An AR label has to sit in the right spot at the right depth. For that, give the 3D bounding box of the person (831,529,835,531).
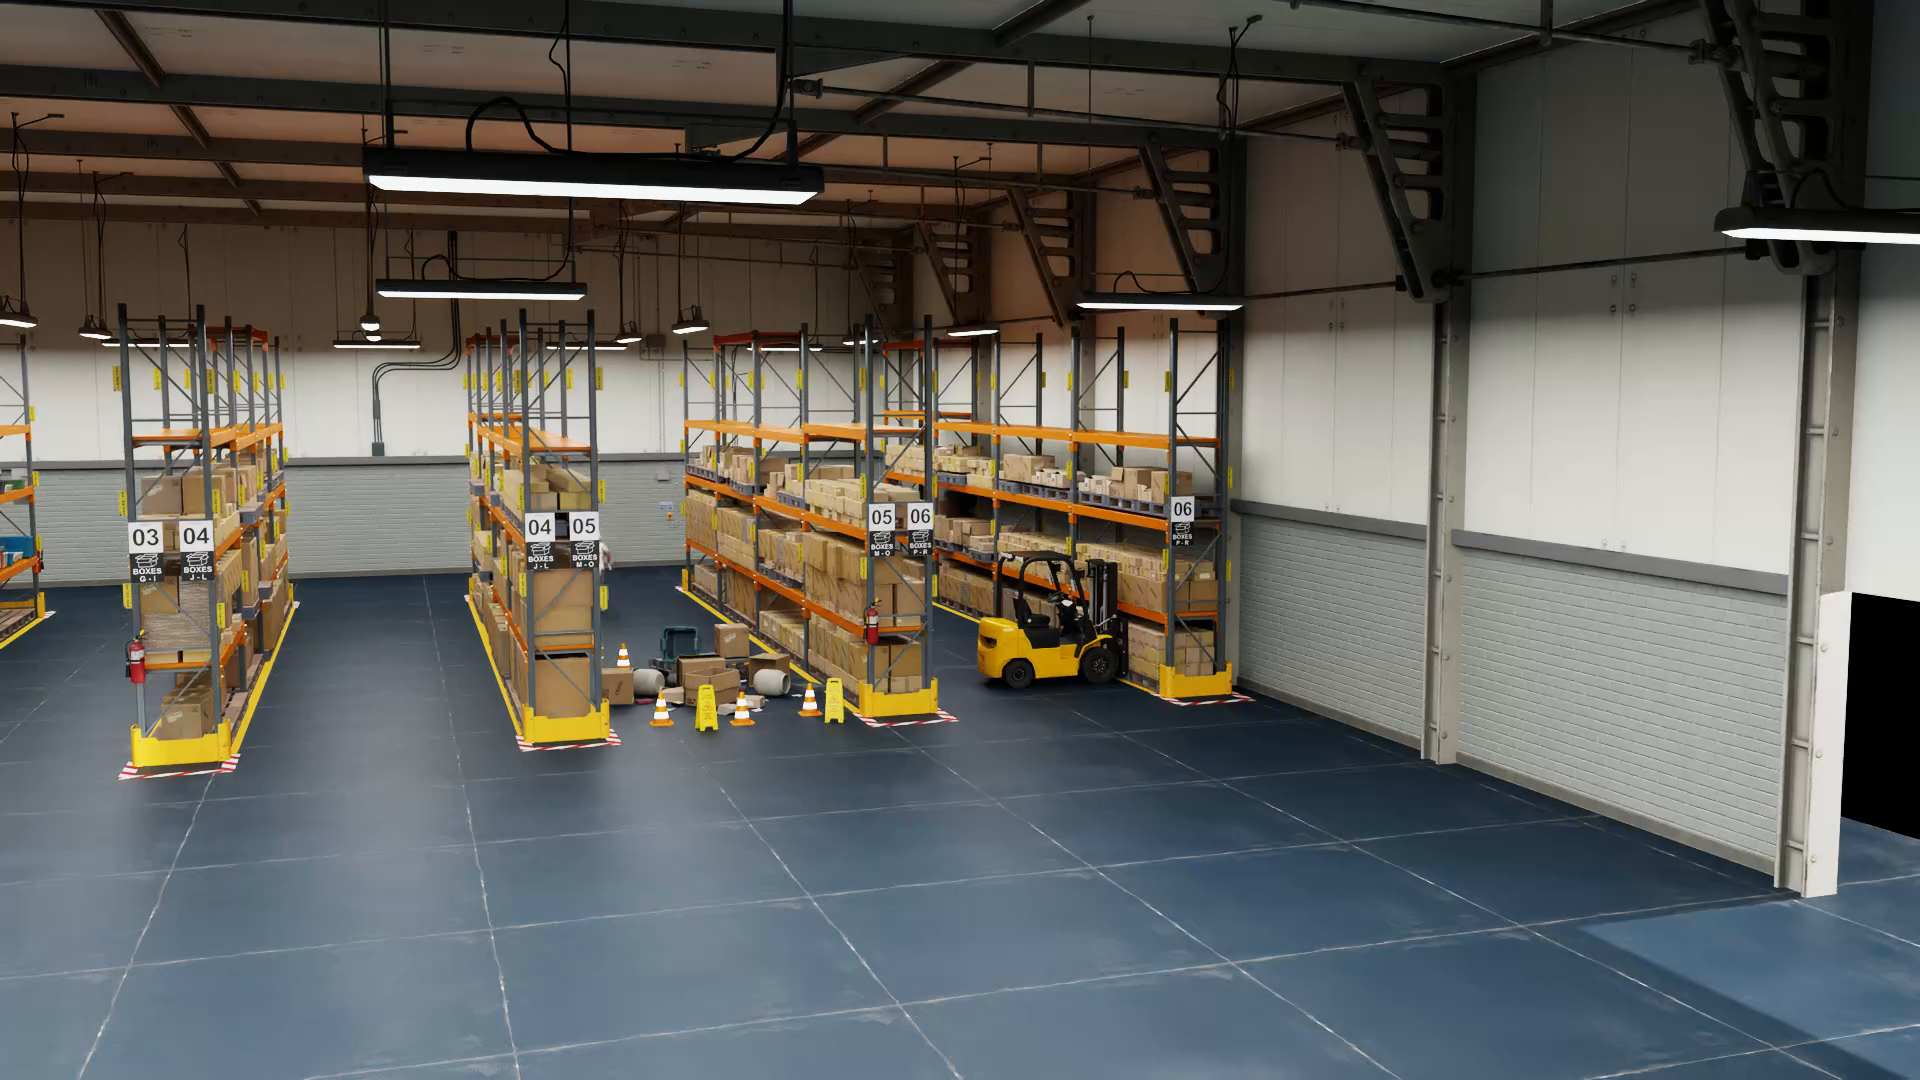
[{"bbox_3d":[-2.746,0.480,39.046,0.725,1.597,1.189,-3,6,-28],"label":"person"}]

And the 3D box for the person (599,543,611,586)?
[{"bbox_3d":[-8.077,0.711,36.800,0.692,1.613,1.139,-1,6,-15],"label":"person"}]
